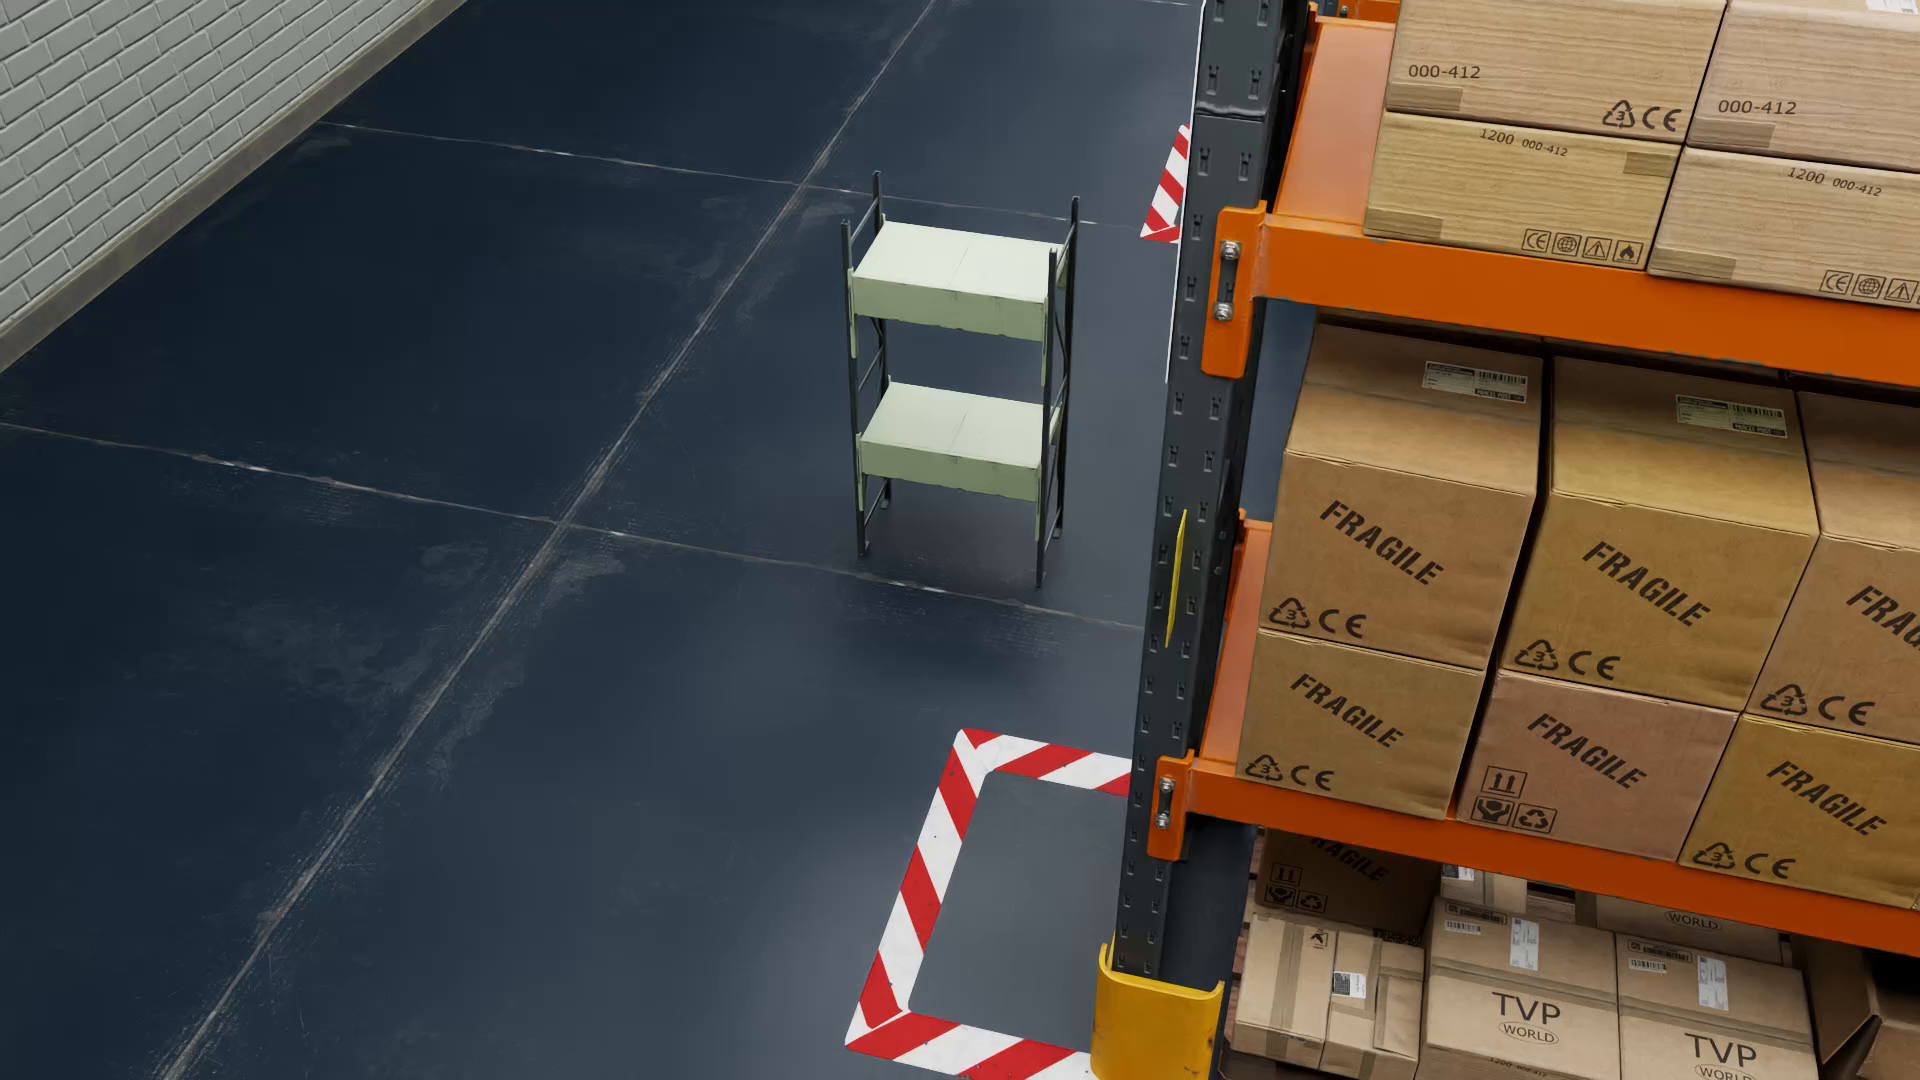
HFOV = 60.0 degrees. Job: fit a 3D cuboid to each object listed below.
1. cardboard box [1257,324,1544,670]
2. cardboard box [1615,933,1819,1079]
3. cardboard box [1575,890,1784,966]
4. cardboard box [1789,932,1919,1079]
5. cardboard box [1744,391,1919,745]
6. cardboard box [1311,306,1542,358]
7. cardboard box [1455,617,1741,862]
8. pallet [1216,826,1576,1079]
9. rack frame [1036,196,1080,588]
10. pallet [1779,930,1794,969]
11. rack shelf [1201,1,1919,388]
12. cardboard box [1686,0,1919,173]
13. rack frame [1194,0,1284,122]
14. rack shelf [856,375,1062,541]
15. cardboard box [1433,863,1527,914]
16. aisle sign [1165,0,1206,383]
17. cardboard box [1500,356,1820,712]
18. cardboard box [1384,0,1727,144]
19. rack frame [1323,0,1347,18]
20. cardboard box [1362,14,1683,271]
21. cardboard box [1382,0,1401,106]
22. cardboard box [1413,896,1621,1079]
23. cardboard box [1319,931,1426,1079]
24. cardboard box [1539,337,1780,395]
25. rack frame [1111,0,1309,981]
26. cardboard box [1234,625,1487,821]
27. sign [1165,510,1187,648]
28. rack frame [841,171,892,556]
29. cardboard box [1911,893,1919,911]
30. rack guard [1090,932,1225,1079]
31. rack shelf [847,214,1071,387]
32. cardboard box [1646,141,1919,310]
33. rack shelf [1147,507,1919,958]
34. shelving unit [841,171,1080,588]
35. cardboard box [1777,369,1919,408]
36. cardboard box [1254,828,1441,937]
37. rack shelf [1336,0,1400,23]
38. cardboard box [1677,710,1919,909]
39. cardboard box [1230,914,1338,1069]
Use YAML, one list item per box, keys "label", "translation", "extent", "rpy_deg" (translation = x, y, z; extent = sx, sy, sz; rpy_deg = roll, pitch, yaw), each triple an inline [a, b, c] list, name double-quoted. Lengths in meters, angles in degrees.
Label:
- label: "cardboard box"
  translation: [0.974, -0.103, 3.685]
  extent: [0.500, 0.500, 0.500]
  rpy_deg: [11, 41, 13]
- label: "cardboard box"
  translation: [2.031, 1.398, 4.549]
  extent: [0.500, 0.250, 0.500]
  rpy_deg: [10, 41, 11]
- label: "cardboard box"
  translation: [2.112, 1.079, 4.929]
  extent: [0.500, 0.250, 0.500]
  rpy_deg: [10, 41, 11]
- label: "cardboard box"
  translation: [2.661, 1.224, 4.559]
  extent: [0.637, 0.503, 0.797]
  rpy_deg: [10, 41, 11]
- label: "cardboard box"
  translation: [1.963, 0.065, 3.485]
  extent: [0.500, 0.500, 0.500]
  rpy_deg: [10, 41, 12]
- label: "cardboard box"
  translation: [1.114, -0.437, 4.083]
  extent: [0.500, 0.500, 0.500]
  rpy_deg: [9, 41, 11]
- label: "cardboard box"
  translation: [1.473, 0.362, 3.908]
  extent: [0.500, 0.500, 0.500]
  rpy_deg: [9, 41, 11]
- label: "pallet"
  translation: [1.457, 1.293, 5.046]
  extent: [1.213, 0.211, 1.003]
  rpy_deg: [10, 41, 11]
- label: "rack frame"
  translation: [0.360, -0.512, 6.194]
  extent: [0.023, 1.500, 0.400]
  rpy_deg: [10, 41, 11]
- label: "pallet"
  translation: [2.632, 1.497, 4.803]
  extent: [1.213, 0.211, 1.003]
  rpy_deg: [10, 41, 11]
- label: "rack shelf"
  translation: [2.545, -0.460, 3.193]
  extent: [4.000, 0.370, 1.077]
  rpy_deg: [10, 41, 11]
- label: "cardboard box"
  translation: [1.523, -0.867, 2.846]
  extent: [0.500, 0.250, 0.500]
  rpy_deg: [10, 41, 11]
- label: "rack frame"
  translation: [0.613, -2.217, 2.392]
  extent: [0.127, 3.000, 1.000]
  rpy_deg: [10, 41, 11]
- label: "rack shelf"
  translation: [0.006, -0.324, 6.476]
  extent: [0.720, 0.370, 0.431]
  rpy_deg: [10, 41, 11]
- label: "cardboard box"
  translation: [1.570, 1.058, 5.019]
  extent: [0.250, 0.166, 0.380]
  rpy_deg: [10, 41, 11]
- label: "aisle sign"
  translation: [0.471, -0.744, 3.282]
  extent: [0.004, 0.787, 0.394]
  rpy_deg: [10, 41, 11]
- label: "cardboard box"
  translation: [1.481, -0.021, 3.587]
  extent: [0.500, 0.500, 0.500]
  rpy_deg: [10, 41, 12]
- label: "cardboard box"
  translation: [1.042, -0.955, 2.950]
  extent: [0.500, 0.250, 0.500]
  rpy_deg: [10, 41, 11]
- label: "rack frame"
  translation: [1.897, -2.996, 7.985]
  extent: [0.127, 3.000, 1.000]
  rpy_deg: [10, 41, 11]
- label: "cardboard box"
  translation: [1.044, -0.767, 3.116]
  extent: [0.500, 0.250, 0.500]
  rpy_deg: [10, 41, 11]
- label: "cardboard box"
  translation: [1.178, -1.089, 3.499]
  extent: [0.500, 0.250, 0.500]
  rpy_deg: [10, 41, 11]
- label: "cardboard box"
  translation: [1.548, 1.315, 4.648]
  extent: [0.500, 0.250, 0.500]
  rpy_deg: [10, 41, 11]
- label: "cardboard box"
  translation: [1.170, 1.322, 4.705]
  extent: [0.250, 0.166, 0.380]
  rpy_deg: [10, 41, 11]
- label: "cardboard box"
  translation: [1.602, -0.354, 3.984]
  extent: [0.500, 0.500, 0.500]
  rpy_deg: [11, 41, 13]
- label: "rack frame"
  translation: [0.613, 0.081, 4.322]
  extent: [0.127, 3.000, 1.000]
  rpy_deg: [10, 41, 11]
- label: "cardboard box"
  translation: [0.974, 0.280, 4.007]
  extent: [0.500, 0.500, 0.500]
  rpy_deg: [11, 41, 12]
- label: "sign"
  translation: [0.473, 0.086, 3.642]
  extent: [0.005, 0.325, 0.100]
  rpy_deg: [10, 41, 11]
- label: "rack frame"
  translation: [-0.347, -0.634, 6.339]
  extent: [0.023, 1.500, 0.400]
  rpy_deg: [10, 41, 11]
- label: "cardboard box"
  translation: [2.440, 0.532, 3.707]
  extent: [0.500, 0.500, 0.500]
  rpy_deg: [10, 41, 12]
- label: "rack guard"
  translation: [0.687, 1.050, 5.111]
  extent: [0.348, 0.500, 1.175]
  rpy_deg: [10, 41, 11]
- label: "rack shelf"
  translation: [0.006, -0.872, 6.015]
  extent: [0.720, 0.370, 0.431]
  rpy_deg: [10, 41, 11]
- label: "cardboard box"
  translation: [1.523, -0.676, 3.007]
  extent: [0.500, 0.250, 0.500]
  rpy_deg: [10, 41, 11]
- label: "rack shelf"
  translation: [2.545, 0.689, 4.157]
  extent: [4.000, 0.370, 1.077]
  rpy_deg: [10, 41, 11]
- label: "shelving unit"
  translation: [0.006, -0.573, 6.266]
  extent: [0.755, 1.500, 0.431]
  rpy_deg: [10, 41, 11]
- label: "cardboard box"
  translation: [2.104, -0.271, 3.885]
  extent: [0.500, 0.500, 0.500]
  rpy_deg: [11, 41, 13]
- label: "cardboard box"
  translation: [1.202, 0.807, 5.059]
  extent: [0.500, 0.500, 0.500]
  rpy_deg: [10, 41, 11]
- label: "rack shelf"
  translation: [3.829, -2.388, 7.821]
  extent: [4.000, 0.370, 1.077]
  rpy_deg: [10, 41, 11]
- label: "cardboard box"
  translation: [1.957, 0.448, 3.807]
  extent: [0.500, 0.500, 0.500]
  rpy_deg: [10, 41, 11]
- label: "cardboard box"
  translation: [0.929, 1.287, 4.760]
  extent: [0.250, 0.149, 0.380]
  rpy_deg: [10, 41, 11]
